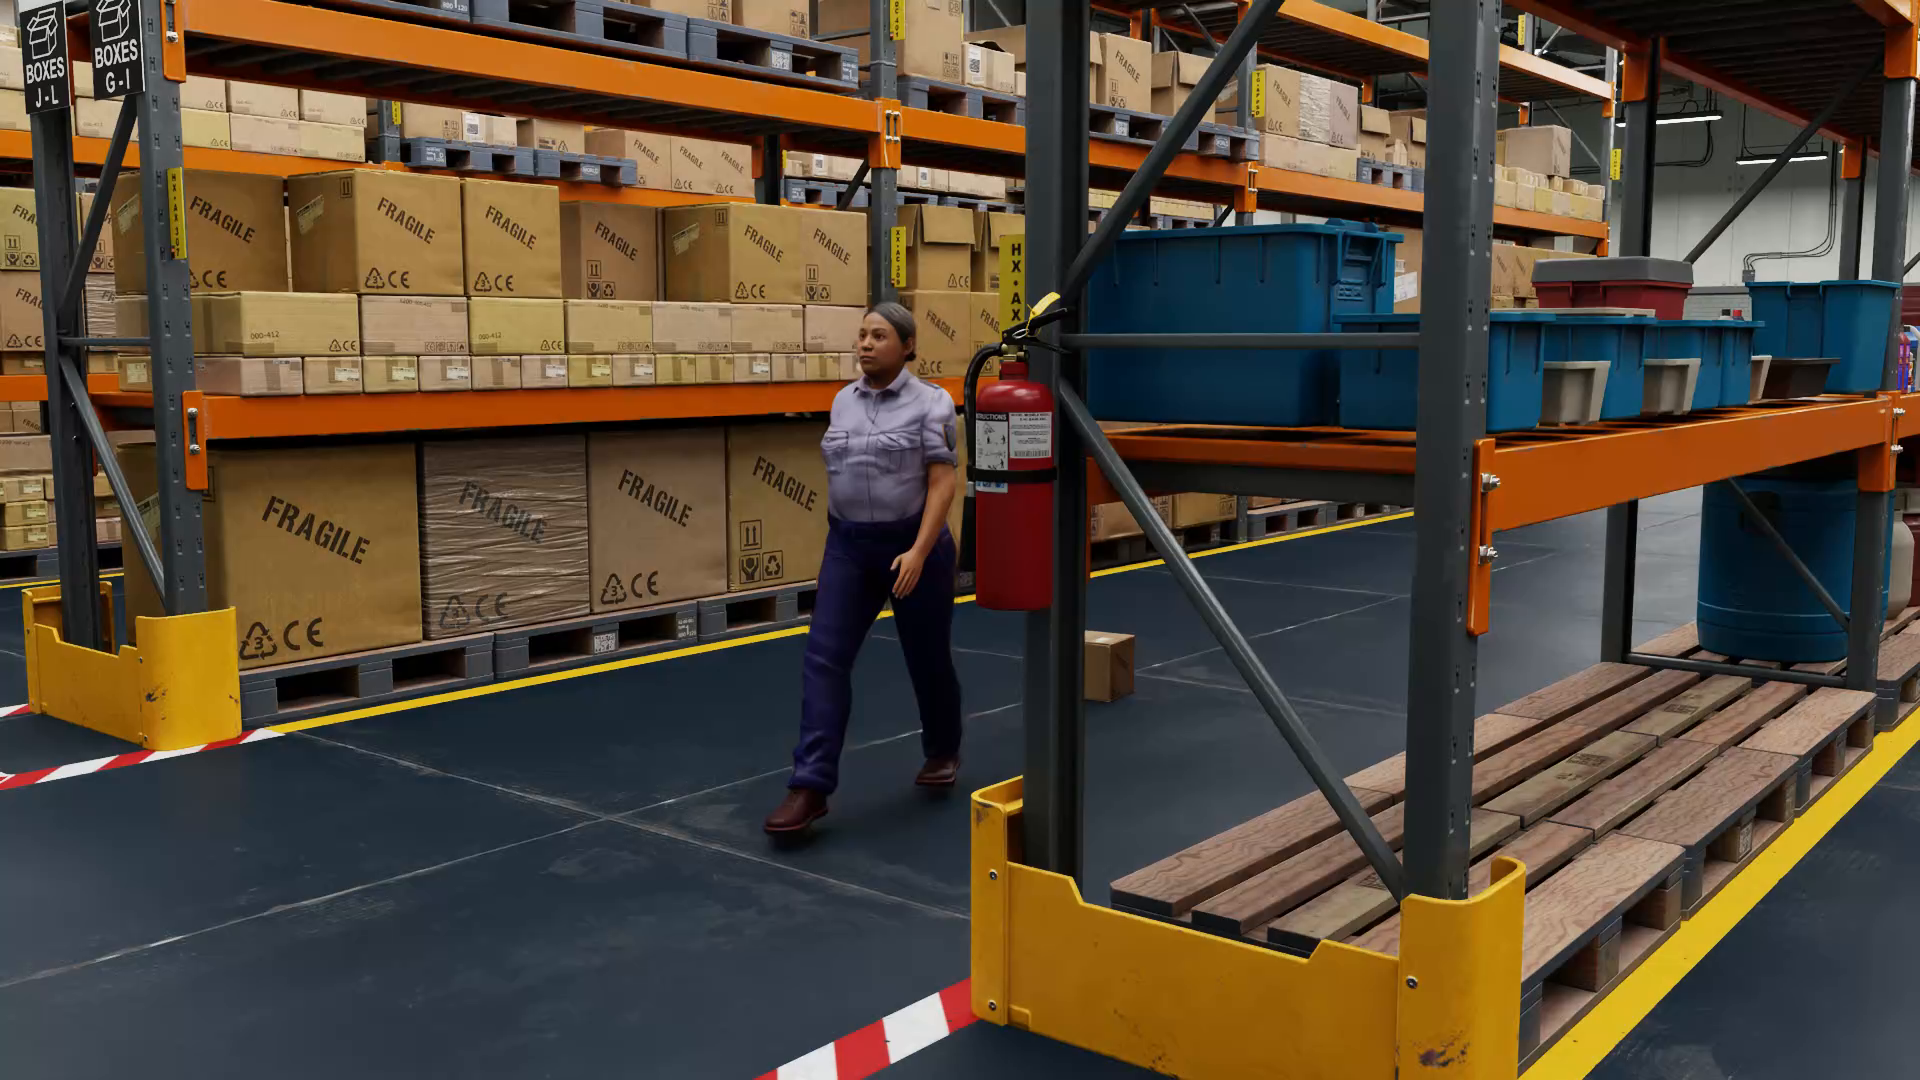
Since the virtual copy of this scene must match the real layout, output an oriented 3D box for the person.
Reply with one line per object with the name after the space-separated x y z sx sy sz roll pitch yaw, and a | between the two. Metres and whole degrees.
-0.255 0.055 5.218 0.495 1.595 0.964 3 7 22 | person
